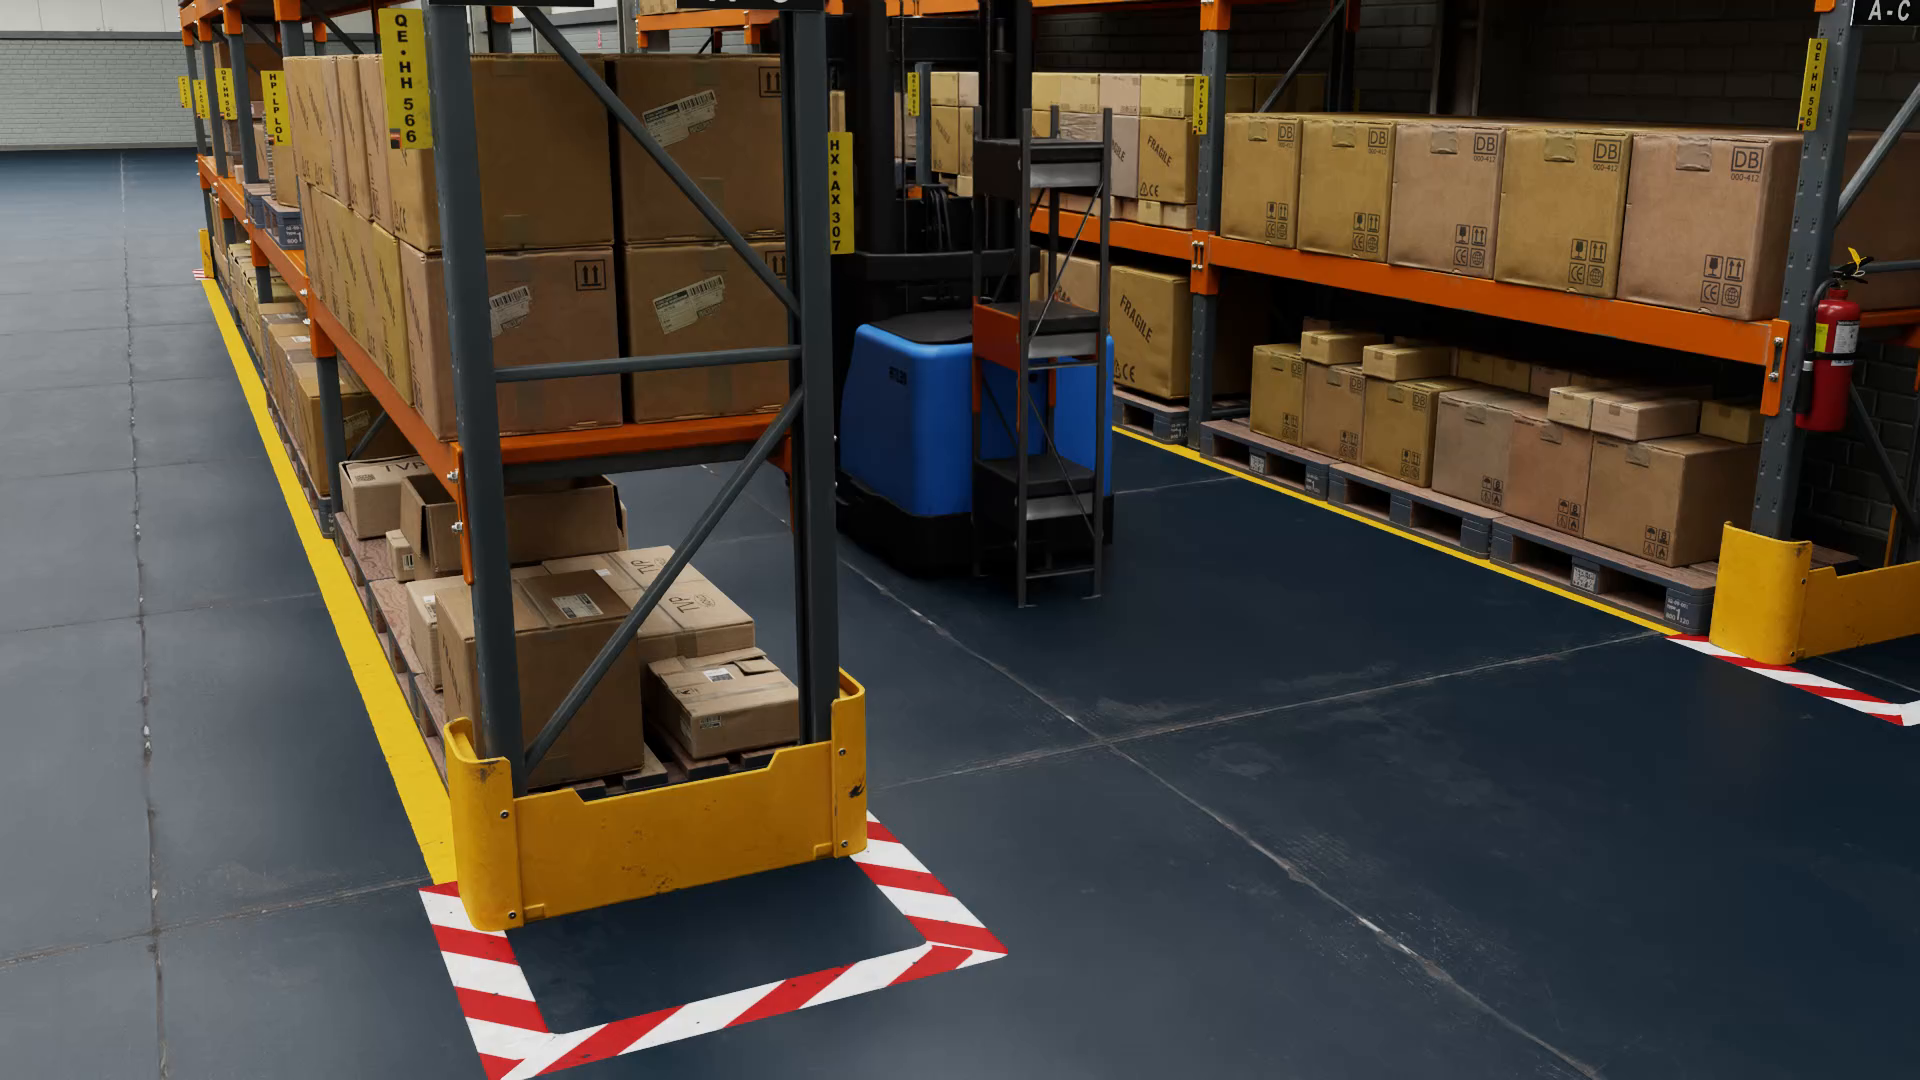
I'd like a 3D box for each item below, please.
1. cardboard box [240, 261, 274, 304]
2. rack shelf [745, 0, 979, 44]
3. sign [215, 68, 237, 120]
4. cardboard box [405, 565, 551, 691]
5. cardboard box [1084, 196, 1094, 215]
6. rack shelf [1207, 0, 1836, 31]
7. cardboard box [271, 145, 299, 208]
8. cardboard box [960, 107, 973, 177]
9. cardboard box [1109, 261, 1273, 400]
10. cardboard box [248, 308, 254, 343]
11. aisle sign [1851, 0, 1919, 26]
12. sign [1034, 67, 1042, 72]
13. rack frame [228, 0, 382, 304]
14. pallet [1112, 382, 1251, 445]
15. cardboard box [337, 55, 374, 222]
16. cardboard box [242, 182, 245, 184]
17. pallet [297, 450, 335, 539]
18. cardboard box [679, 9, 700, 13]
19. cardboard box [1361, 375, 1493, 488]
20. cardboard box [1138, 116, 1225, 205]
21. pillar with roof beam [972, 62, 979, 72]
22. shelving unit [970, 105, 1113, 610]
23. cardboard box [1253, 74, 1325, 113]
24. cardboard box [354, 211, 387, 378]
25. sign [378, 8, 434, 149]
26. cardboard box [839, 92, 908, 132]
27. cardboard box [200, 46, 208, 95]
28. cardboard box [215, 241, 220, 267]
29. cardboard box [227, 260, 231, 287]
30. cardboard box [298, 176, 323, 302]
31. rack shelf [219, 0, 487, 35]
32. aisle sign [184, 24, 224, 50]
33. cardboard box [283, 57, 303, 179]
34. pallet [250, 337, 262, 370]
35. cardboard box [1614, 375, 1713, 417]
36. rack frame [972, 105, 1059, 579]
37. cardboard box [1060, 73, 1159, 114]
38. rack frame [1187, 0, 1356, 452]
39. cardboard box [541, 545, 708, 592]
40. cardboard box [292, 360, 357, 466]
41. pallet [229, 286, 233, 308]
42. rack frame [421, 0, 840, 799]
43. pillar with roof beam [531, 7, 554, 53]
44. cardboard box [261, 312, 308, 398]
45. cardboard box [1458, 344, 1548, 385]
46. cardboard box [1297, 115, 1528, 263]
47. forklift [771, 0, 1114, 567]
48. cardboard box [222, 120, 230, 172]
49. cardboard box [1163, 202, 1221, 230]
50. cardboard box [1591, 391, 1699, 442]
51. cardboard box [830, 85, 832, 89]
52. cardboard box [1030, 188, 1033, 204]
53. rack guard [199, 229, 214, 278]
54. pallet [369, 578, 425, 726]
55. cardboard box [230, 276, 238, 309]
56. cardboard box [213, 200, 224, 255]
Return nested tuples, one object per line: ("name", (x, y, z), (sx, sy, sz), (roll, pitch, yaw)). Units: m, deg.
("cardboard box", (-5.451, -2.074, 13.247), (0.500, 0.311, 0.500), (-7, 17, -23))
("rack shelf", (-0.755, -4.637, 14.839), (1.077, 0.370, 4.000), (-8, 18, -25))
("sign", (-4.828, -2.935, 10.940), (0.100, 0.325, 0.005), (-8, 18, -25))
("cardboard box", (-1.675, 0.304, 5.942), (0.500, 0.250, 0.500), (-8, 18, -25))
("cardboard box", (1.050, -2.249, 11.068), (0.380, 0.149, 0.250), (-8, 18, -25))
("rack shelf", (2.749, -2.654, 7.927), (1.077, 0.370, 4.000), (-8, 18, -25))
("cardboard box", (-3.408, -2.135, 9.309), (0.700, 0.500, 0.500), (-13, 21, -39))
("cardboard box", (0.325, -2.964, 12.384), (0.500, 0.500, 0.500), (-7, 17, -23))
("cardboard box", (1.472, -1.368, 10.715), (0.750, 0.750, 0.750), (-7, 18, -24))
("cardboard box", (-5.227, -1.680, 12.889), (0.500, 0.250, 0.500), (-7, 18, -24))
("aisle sign", (3.387, -2.257, 5.966), (0.394, 0.787, 0.004), (-8, 18, -25))
("sign", (0.618, -3.670, 13.502), (0.100, 0.325, 0.005), (-8, 18, -25))
("rack frame", (-4.330, -2.446, 11.336), (1.000, 3.000, 0.127), (-8, 18, -25))
("pallet", (1.467, -0.896, 10.989), (1.003, 0.211, 1.213), (-8, 18, -25))
("cardboard box", (-1.721, -1.321, 5.423), (0.500, 0.500, 0.500), (-7, 17, -23))
("cardboard box", (-4.973, -2.515, 12.032), (0.380, 0.149, 0.250), (-8, 18, -25))
("pallet", (-2.968, -0.311, 8.952), (1.003, 0.211, 1.213), (-8, 18, -25))
("cardboard box", (-2.774, -6.020, 18.133), (0.500, 0.500, 0.500), (-6, 17, -21))
("cardboard box", (2.549, -0.604, 8.687), (0.700, 0.500, 0.500), (-7, 18, -24))
("cardboard box", (1.444, -2.338, 10.204), (0.500, 0.500, 0.500), (-8, 18, -26))
("pillar with roof beam", (-3.541, -5.836, 12.273), (9.100, 9.000, 0.400), (-8, 18, -25))
("shelving unit", (0.338, -0.791, 7.202), (0.431, 2.100, 0.503), (-7, 17, -22))
("cardboard box", (1.906, -2.760, 10.315), (0.500, 0.250, 0.500), (-7, 17, -23))
("cardboard box", (-1.711, -0.841, 5.563), (0.500, 0.500, 0.500), (-8, 18, -24))
("sign", (-1.333, -1.109, 4.004), (0.100, 0.325, 0.005), (-8, 18, -25))
("cardboard box", (-0.660, -3.727, 14.820), (0.700, 0.500, 0.500), (-8, 18, -25))
("cardboard box", (-7.619, -4.971, 17.601), (0.700, 0.500, 0.500), (-8, 18, -25))
("cardboard box", (-7.578, -3.026, 17.582), (0.500, 0.250, 0.500), (-8, 18, -25))
("cardboard box", (-6.693, -2.532, 15.859), (0.500, 0.250, 0.500), (-8, 18, -25))
("cardboard box", (-2.600, -1.343, 7.311), (0.500, 0.500, 0.500), (-7, 17, -23))
("rack shelf", (-3.454, -3.046, 9.294), (1.077, 0.370, 4.000), (-8, 18, -25))
("aisle sign", (-8.139, -5.658, 17.818), (0.394, 0.787, 0.004), (-8, 18, -25))
("cardboard box", (-2.625, -1.832, 7.203), (0.500, 0.500, 0.500), (-7, 17, -23))
("pallet", (-5.187, -1.617, 13.501), (1.003, 0.211, 1.213), (-8, 18, -25))
("cardboard box", (3.241, -0.654, 7.687), (0.380, 0.149, 0.250), (-8, 18, -25))
("rack frame", (0.243, -0.853, 7.417), (0.400, 2.100, 0.015), (-7, 17, -22))
("cardboard box", (1.000, -2.954, 10.991), (0.500, 0.250, 0.500), (-7, 18, -24))
("rack frame", (1.873, -2.054, 9.969), (1.000, 3.000, 0.127), (-8, 18, -25))
("cardboard box", (-1.247, 0.231, 6.196), (0.500, 0.250, 0.500), (-8, 18, -25))
("cardboard box", (-3.261, -0.675, 8.900), (0.500, 0.500, 0.500), (-8, 18, -25))
("pallet", (-6.394, -2.300, 15.882), (1.003, 0.211, 1.213), (-8, 18, -25))
("rack frame", (-0.826, -0.462, 4.424), (1.000, 3.000, 0.127), (-8, 18, -25))
("pillar with roof beam", (-11.427, -10.299, 27.826), (9.100, 9.000, 0.400), (-8, 18, -25))
("cardboard box", (-4.154, -1.179, 10.657), (0.500, 0.500, 0.500), (-8, 18, -27))
("cardboard box", (2.796, -0.906, 8.563), (0.380, 0.149, 0.250), (-8, 18, -26))
("cardboard box", (2.411, -1.880, 8.819), (0.980, 0.700, 0.700), (-8, 18, -26))
("forklift", (-0.310, -1.647, 8.675), (1.130, 2.935, 3.031), (-7, 17, -22))
("cardboard box", (-6.520, -3.725, 15.612), (0.700, 0.500, 0.500), (-8, 18, -25))
("cardboard box", (1.471, -1.992, 10.174), (0.380, 0.149, 0.250), (-7, 18, -24))
("cardboard box", (3.009, -0.545, 7.307), (0.380, 0.149, 0.250), (-8, 18, -26))
("cardboard box", (-1.650, -4.477, 17.290), (0.500, 0.500, 0.500), (-8, 18, -26))
("cardboard box", (0.646, -2.509, 11.975), (0.380, 0.149, 0.250), (-7, 18, -24))
("rack guard", (-7.846, -3.234, 18.614), (1.175, 0.500, 0.348), (-8, 18, -25))
("pallet", (-1.740, 0.360, 6.615), (1.003, 0.211, 1.213), (-8, 18, -25))
("cardboard box", (-6.129, -2.188, 14.661), (0.500, 0.250, 0.500), (-8, 18, -26))
("cardboard box", (-7.145, -3.138, 16.612), (0.500, 0.500, 0.500), (-8, 18, -25))
